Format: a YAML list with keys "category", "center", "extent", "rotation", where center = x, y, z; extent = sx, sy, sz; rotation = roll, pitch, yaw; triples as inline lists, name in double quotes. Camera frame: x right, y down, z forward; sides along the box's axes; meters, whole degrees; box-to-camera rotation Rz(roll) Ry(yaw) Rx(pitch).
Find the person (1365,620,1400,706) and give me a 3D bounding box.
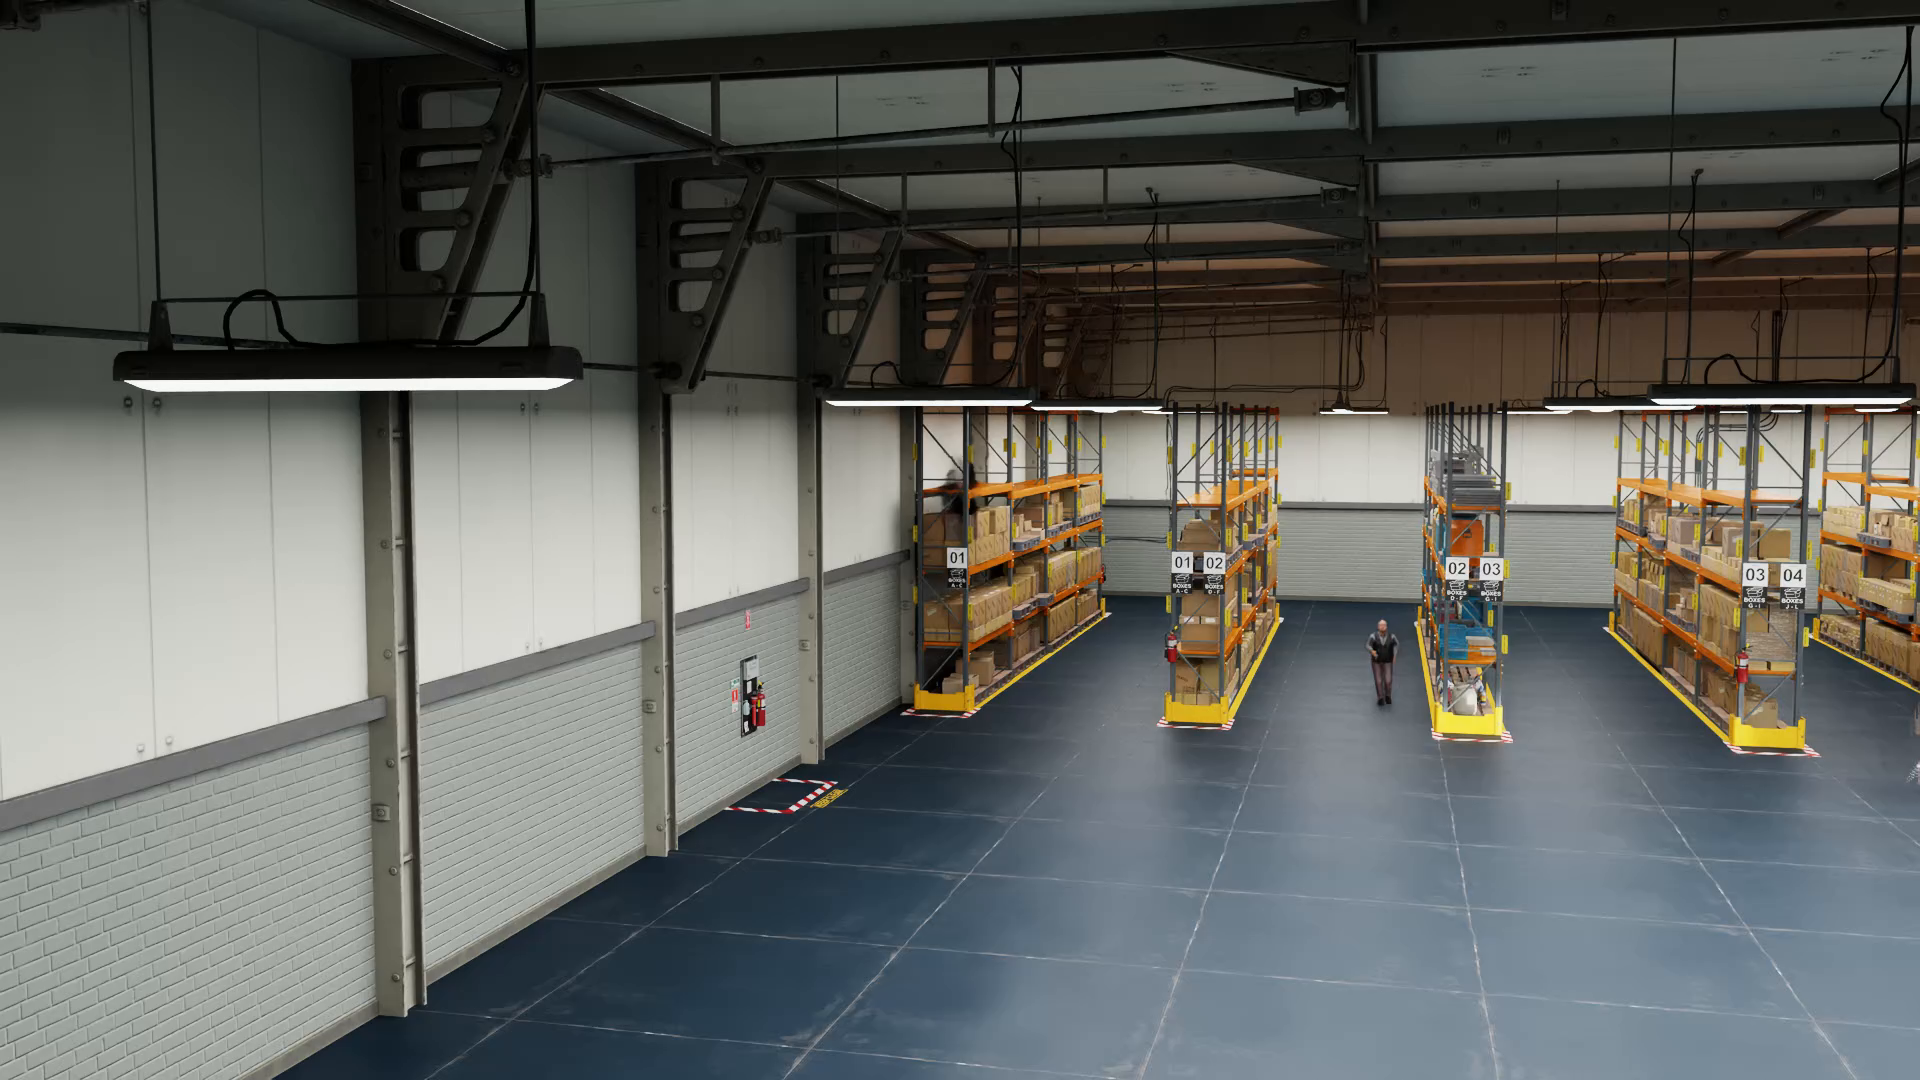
- category: "person"
  center: [8.356, 2.440, 32.914]
  extent: [0.657, 1.697, 0.638]
  rotation: [1, 4, 15]
